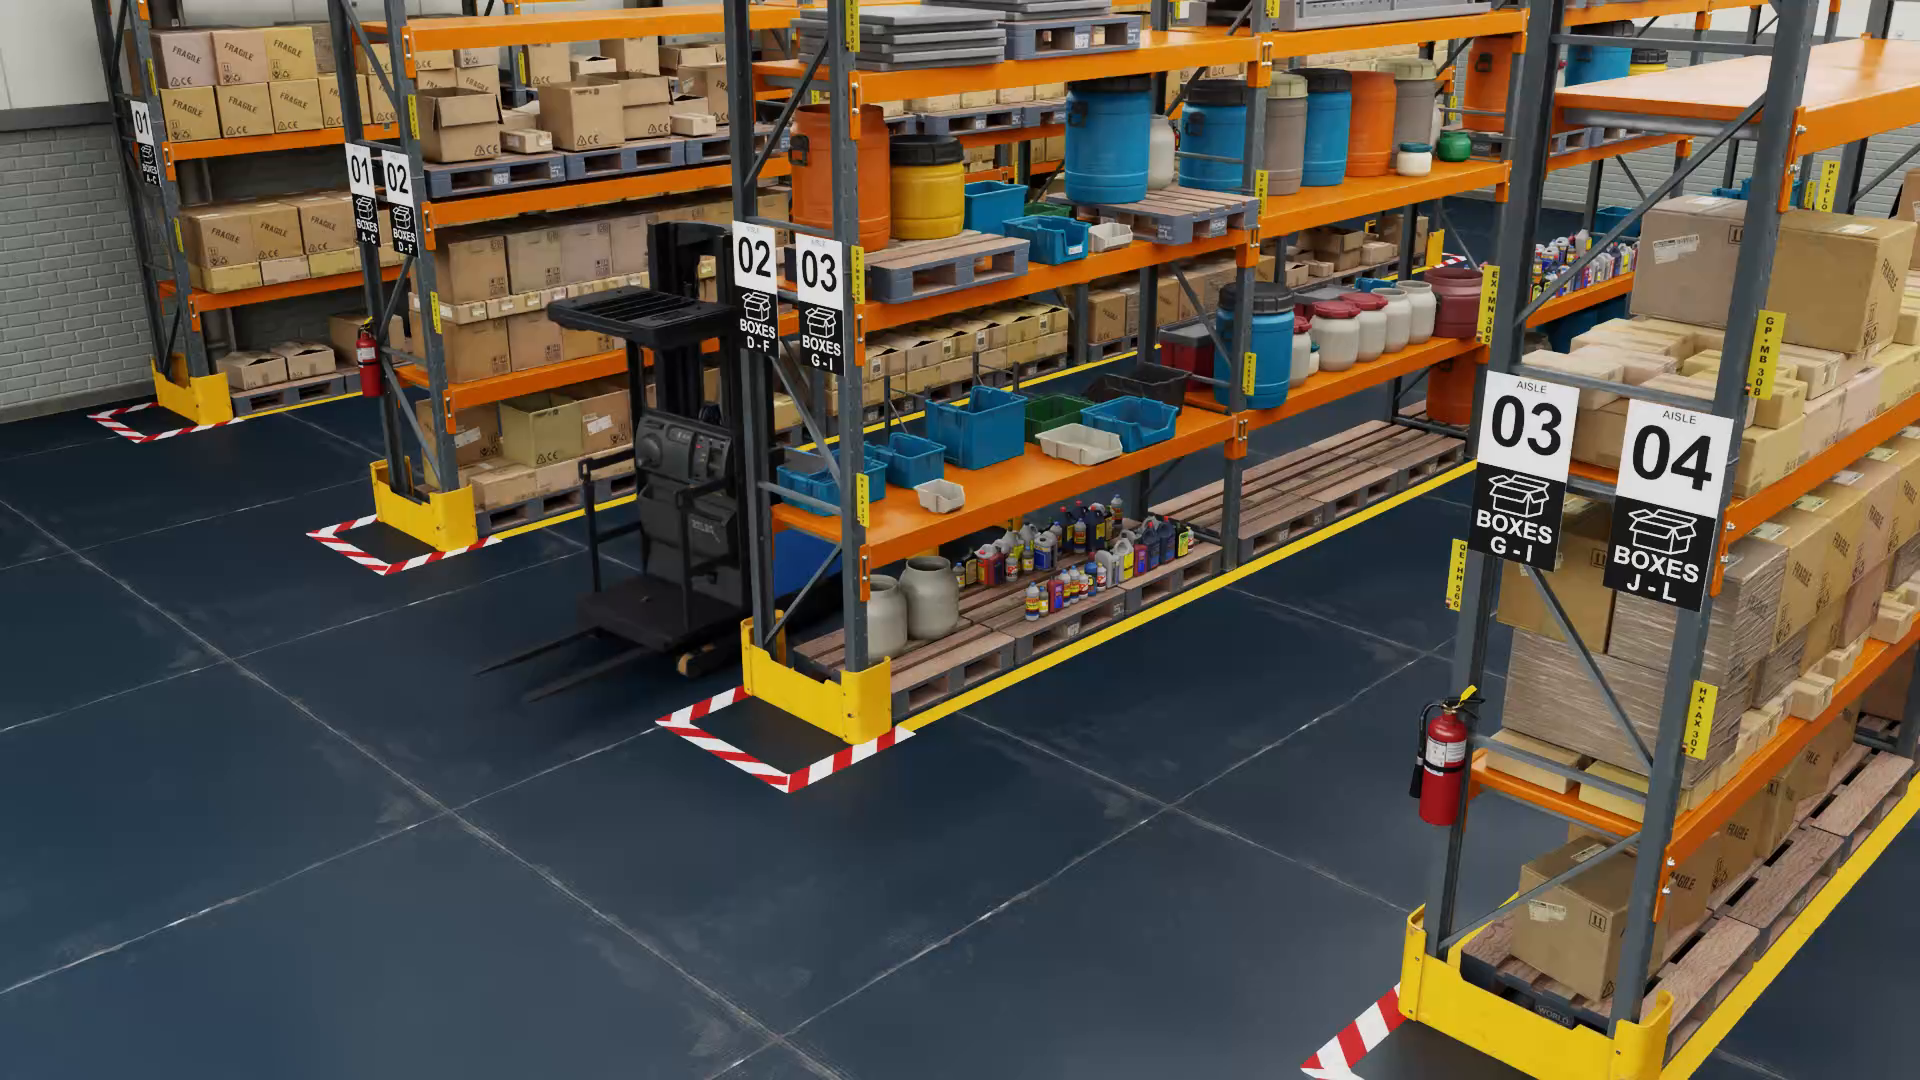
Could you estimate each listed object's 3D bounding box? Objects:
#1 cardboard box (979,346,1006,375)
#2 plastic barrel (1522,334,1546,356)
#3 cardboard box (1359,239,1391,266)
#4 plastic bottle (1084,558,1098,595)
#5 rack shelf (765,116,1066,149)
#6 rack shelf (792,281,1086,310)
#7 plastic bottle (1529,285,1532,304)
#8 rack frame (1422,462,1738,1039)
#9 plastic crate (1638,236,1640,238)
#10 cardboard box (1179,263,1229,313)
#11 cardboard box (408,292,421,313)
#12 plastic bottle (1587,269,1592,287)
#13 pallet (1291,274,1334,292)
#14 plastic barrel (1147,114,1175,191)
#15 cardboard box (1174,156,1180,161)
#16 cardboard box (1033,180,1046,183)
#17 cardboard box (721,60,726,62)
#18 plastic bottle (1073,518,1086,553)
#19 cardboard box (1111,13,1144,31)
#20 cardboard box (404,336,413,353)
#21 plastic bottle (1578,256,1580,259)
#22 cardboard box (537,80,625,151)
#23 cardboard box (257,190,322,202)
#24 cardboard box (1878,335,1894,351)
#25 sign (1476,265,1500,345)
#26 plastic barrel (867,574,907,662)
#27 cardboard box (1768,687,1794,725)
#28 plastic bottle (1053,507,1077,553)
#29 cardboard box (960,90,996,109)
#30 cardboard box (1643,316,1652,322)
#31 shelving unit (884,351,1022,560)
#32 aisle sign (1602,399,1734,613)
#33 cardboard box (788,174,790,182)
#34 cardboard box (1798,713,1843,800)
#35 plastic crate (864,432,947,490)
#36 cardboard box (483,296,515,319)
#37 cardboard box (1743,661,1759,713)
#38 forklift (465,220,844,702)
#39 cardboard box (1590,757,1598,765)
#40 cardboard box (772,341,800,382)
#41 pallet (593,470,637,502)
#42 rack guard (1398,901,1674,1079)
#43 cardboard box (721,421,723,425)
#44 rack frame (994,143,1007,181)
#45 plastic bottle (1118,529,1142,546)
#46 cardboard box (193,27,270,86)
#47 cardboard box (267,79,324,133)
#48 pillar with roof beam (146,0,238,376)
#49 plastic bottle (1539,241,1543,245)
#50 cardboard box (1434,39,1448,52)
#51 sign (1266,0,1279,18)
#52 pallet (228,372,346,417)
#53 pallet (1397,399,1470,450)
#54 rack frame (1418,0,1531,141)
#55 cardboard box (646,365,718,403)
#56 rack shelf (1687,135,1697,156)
[{"bbox_3d":[0.158,-2.001,18.208,0.500,0.250,0.500,-19,28,-41],"label":"cardboard box"},{"bbox_3d":[5.724,-1.796,17.205,0.600,0.588,0.708,19,28,41],"label":"plastic barrel"},{"bbox_3d":[5.754,-4.086,23.607,0.500,0.250,0.500,19,28,41],"label":"cardboard box"},{"bbox_3d":[0.964,0.265,12.255,0.097,0.271,0.097,0,21,0],"label":"plastic bottle"},{"bbox_3d":[-0.335,-4.096,17.235,1.077,0.370,4.000,19,28,41],"label":"rack shelf"},{"bbox_3d":[-0.335,-2.696,17.773,1.077,0.370,4.000,19,28,41],"label":"rack shelf"},{"bbox_3d":[5.463,-2.397,16.164,0.152,0.276,0.135,19,28,41],"label":"plastic bottle"},{"bbox_3d":[2.575,0.991,7.178,1.000,3.000,0.127,19,28,41],"label":"rack frame"},{"bbox_3d":[7.824,-3.323,18.684,0.396,0.136,0.243,19,28,41],"label":"plastic crate"},{"bbox_3d":[3.011,-3.161,20.850,0.500,0.500,0.500,20,29,41],"label":"cardboard box"},{"bbox_3d":[-4.390,-1.985,13.877,0.380,0.149,0.250,19,28,40],"label":"cardboard box"},{"bbox_3d":[6.430,-2.704,17.068,0.097,0.201,0.097,0,21,0],"label":"plastic bottle"},{"bbox_3d":[4.331,-3.449,22.616,1.003,0.211,1.213,19,28,41],"label":"pallet"},{"bbox_3d":[1.375,-2.864,12.285,0.421,0.512,0.421,0,21,0],"label":"plastic barrel"},{"bbox_3d":[2.926,-4.559,20.891,0.500,0.500,0.700,-15,26,-34],"label":"cardboard box"},{"bbox_3d":[1.377,-5.593,26.301,0.380,0.149,0.250,20,28,41],"label":"cardboard box"},{"bbox_3d":[-2.800,-5.900,21.022,0.500,0.311,0.500,19,28,41],"label":"cardboard box"},{"bbox_3d":[0.941,-0.038,13.044,0.097,0.271,0.097,0,21,0],"label":"plastic bottle"},{"bbox_3d":[1.725,-5.701,18.875,0.500,0.500,0.500,19,28,41],"label":"cardboard box"},{"bbox_3d":[-6.412,-2.225,18.906,0.380,0.149,0.250,17,27,36],"label":"cardboard box"},{"bbox_3d":[6.389,-2.800,17.220,0.097,0.271,0.097,0,21,0],"label":"plastic bottle"},{"bbox_3d":[-3.166,-3.556,13.908,0.500,0.500,0.500,19,28,41],"label":"cardboard box"},{"bbox_3d":[-7.180,-3.453,17.876,0.500,0.500,0.500,18,28,39],"label":"cardboard box"},{"bbox_3d":[4.178,-1.011,7.858,0.380,0.149,0.250,18,27,39],"label":"cardboard box"},{"bbox_3d":[2.191,-0.967,6.856,0.100,0.325,0.005,19,28,41],"label":"sign"},{"bbox_3d":[-0.570,0.528,11.264,0.421,0.512,0.421,0,21,0],"label":"plastic barrel"},{"bbox_3d":[3.812,0.771,8.099,0.380,0.149,0.250,19,28,41],"label":"cardboard box"},{"bbox_3d":[0.824,-0.094,13.079,0.144,0.351,0.185,18,27,38],"label":"plastic bottle"},{"bbox_3d":[0.024,-4.658,17.318,0.500,0.250,0.500,19,28,40],"label":"cardboard box"},{"bbox_3d":[3.458,-1.008,7.850,0.380,0.149,0.250,18,27,38],"label":"cardboard box"},{"bbox_3d":[-0.053,-0.680,13.616,0.587,1.500,1.083,19,28,41],"label":"shelving unit"},{"bbox_3d":[2.746,-0.132,6.475,0.394,0.787,0.004,19,28,41],"label":"aisle sign"},{"bbox_3d":[-1.969,-5.041,22.288,0.500,0.500,0.500,-19,28,-40],"label":"cardboard box"},{"bbox_3d":[4.663,1.175,9.597,0.500,0.500,0.500,-11,23,-25],"label":"cardboard box"},{"bbox_3d":[-0.382,-0.549,11.390,0.499,0.251,0.408,19,28,41],"label":"plastic crate"},{"bbox_3d":[-3.910,-1.955,13.798,0.380,0.149,0.250,18,28,39],"label":"cardboard box"},{"bbox_3d":[3.241,0.512,7.870,0.875,0.500,0.500,19,28,41],"label":"cardboard box"},{"bbox_3d":[-2.066,-0.621,11.467,1.130,2.935,3.031,16,26,36],"label":"forklift"},{"bbox_3d":[2.800,0.919,7.715,0.380,0.149,0.250,19,28,41],"label":"cardboard box"},{"bbox_3d":[-1.653,-1.868,17.082,0.500,0.311,0.500,19,28,41],"label":"cardboard box"},{"bbox_3d":[-3.166,-0.707,15.482,1.003,0.211,1.213,19,28,41],"label":"pallet"},{"bbox_3d":[2.628,2.138,7.678,1.175,0.500,0.348,19,28,41],"label":"rack guard"},{"bbox_3d":[-2.253,-1.131,15.944,0.500,0.250,0.500,19,28,41],"label":"cardboard box"},{"bbox_3d":[0.299,-5.813,24.880,1.000,3.000,0.127,19,28,41],"label":"rack frame"},{"bbox_3d":[1.316,0.045,12.821,0.152,0.276,0.135,19,28,41],"label":"plastic bottle"},{"bbox_3d":[-7.243,-4.806,16.518,0.500,0.500,0.500,19,28,40],"label":"cardboard box"},{"bbox_3d":[-6.900,-4.472,17.042,0.500,0.500,0.500,-19,28,-40],"label":"cardboard box"},{"bbox_3d":[-5.119,-4.848,14.007,9.100,9.000,0.400,19,28,41],"label":"pillar with roof beam"},{"bbox_3d":[6.216,-3.064,17.889,0.061,0.283,0.133,19,28,41],"label":"plastic bottle"},{"bbox_3d":[6.466,-6.970,23.221,0.500,0.250,0.500,19,28,41],"label":"cardboard box"},{"bbox_3d":[2.203,-3.839,11.674,0.100,0.325,0.005,19,28,41],"label":"sign"},{"bbox_3d":[-7.427,-1.647,17.926,1.003,0.211,1.213,19,28,41],"label":"pallet"},{"bbox_3d":[5.127,-1.217,16.809,1.003,0.211,1.213,19,28,41],"label":"pallet"},{"bbox_3d":[4.607,-5.106,14.678,1.000,3.000,0.127,19,28,41],"label":"rack frame"},{"bbox_3d":[-2.600,-1.352,15.474,0.500,0.500,0.500,19,28,41],"label":"cardboard box"},{"bbox_3d":[8.792,-4.912,19.357,1.077,0.370,4.000,19,28,41],"label":"rack shelf"}]
